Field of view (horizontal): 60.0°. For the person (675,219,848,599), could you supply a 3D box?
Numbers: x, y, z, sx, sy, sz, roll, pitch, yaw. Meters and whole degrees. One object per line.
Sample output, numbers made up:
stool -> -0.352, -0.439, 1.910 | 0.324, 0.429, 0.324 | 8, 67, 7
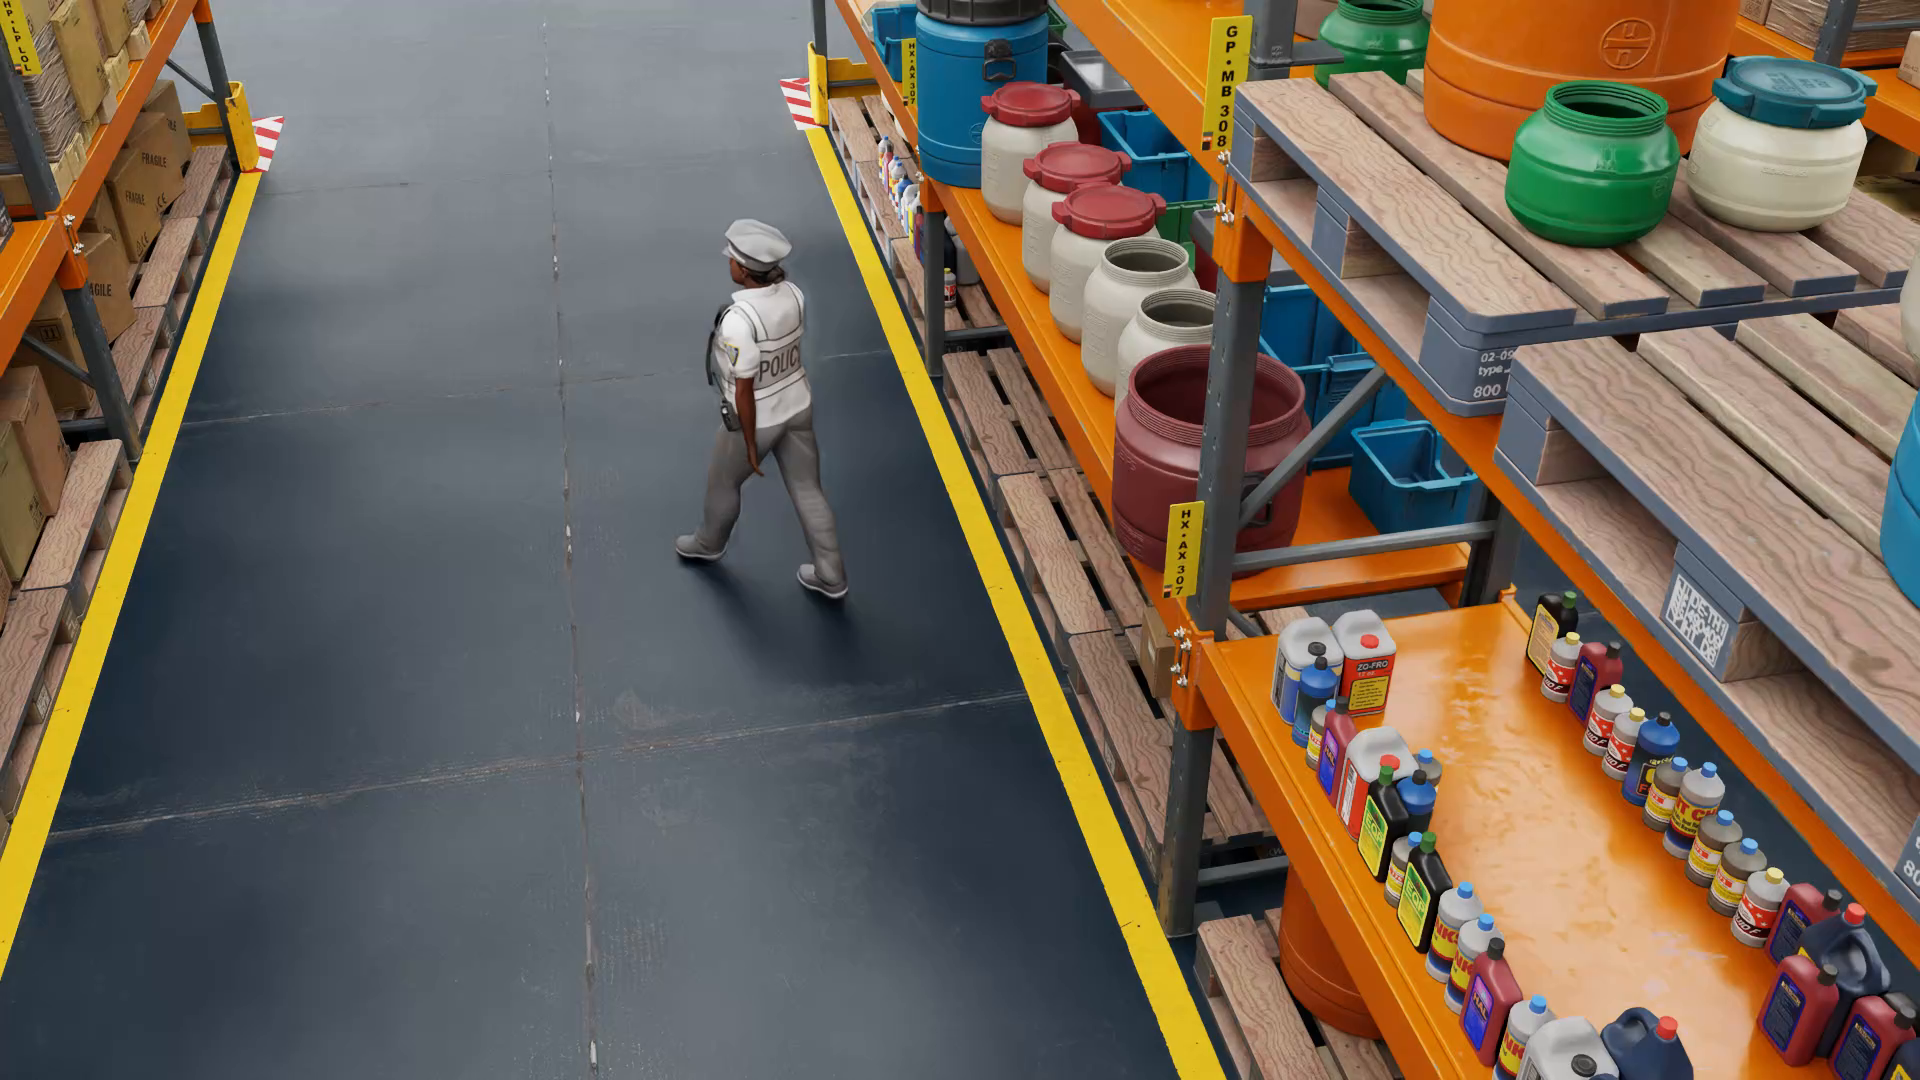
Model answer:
person -> -0.856, -0.554, 6.909 | 0.902, 1.664, 0.460 | 25, 42, 32
